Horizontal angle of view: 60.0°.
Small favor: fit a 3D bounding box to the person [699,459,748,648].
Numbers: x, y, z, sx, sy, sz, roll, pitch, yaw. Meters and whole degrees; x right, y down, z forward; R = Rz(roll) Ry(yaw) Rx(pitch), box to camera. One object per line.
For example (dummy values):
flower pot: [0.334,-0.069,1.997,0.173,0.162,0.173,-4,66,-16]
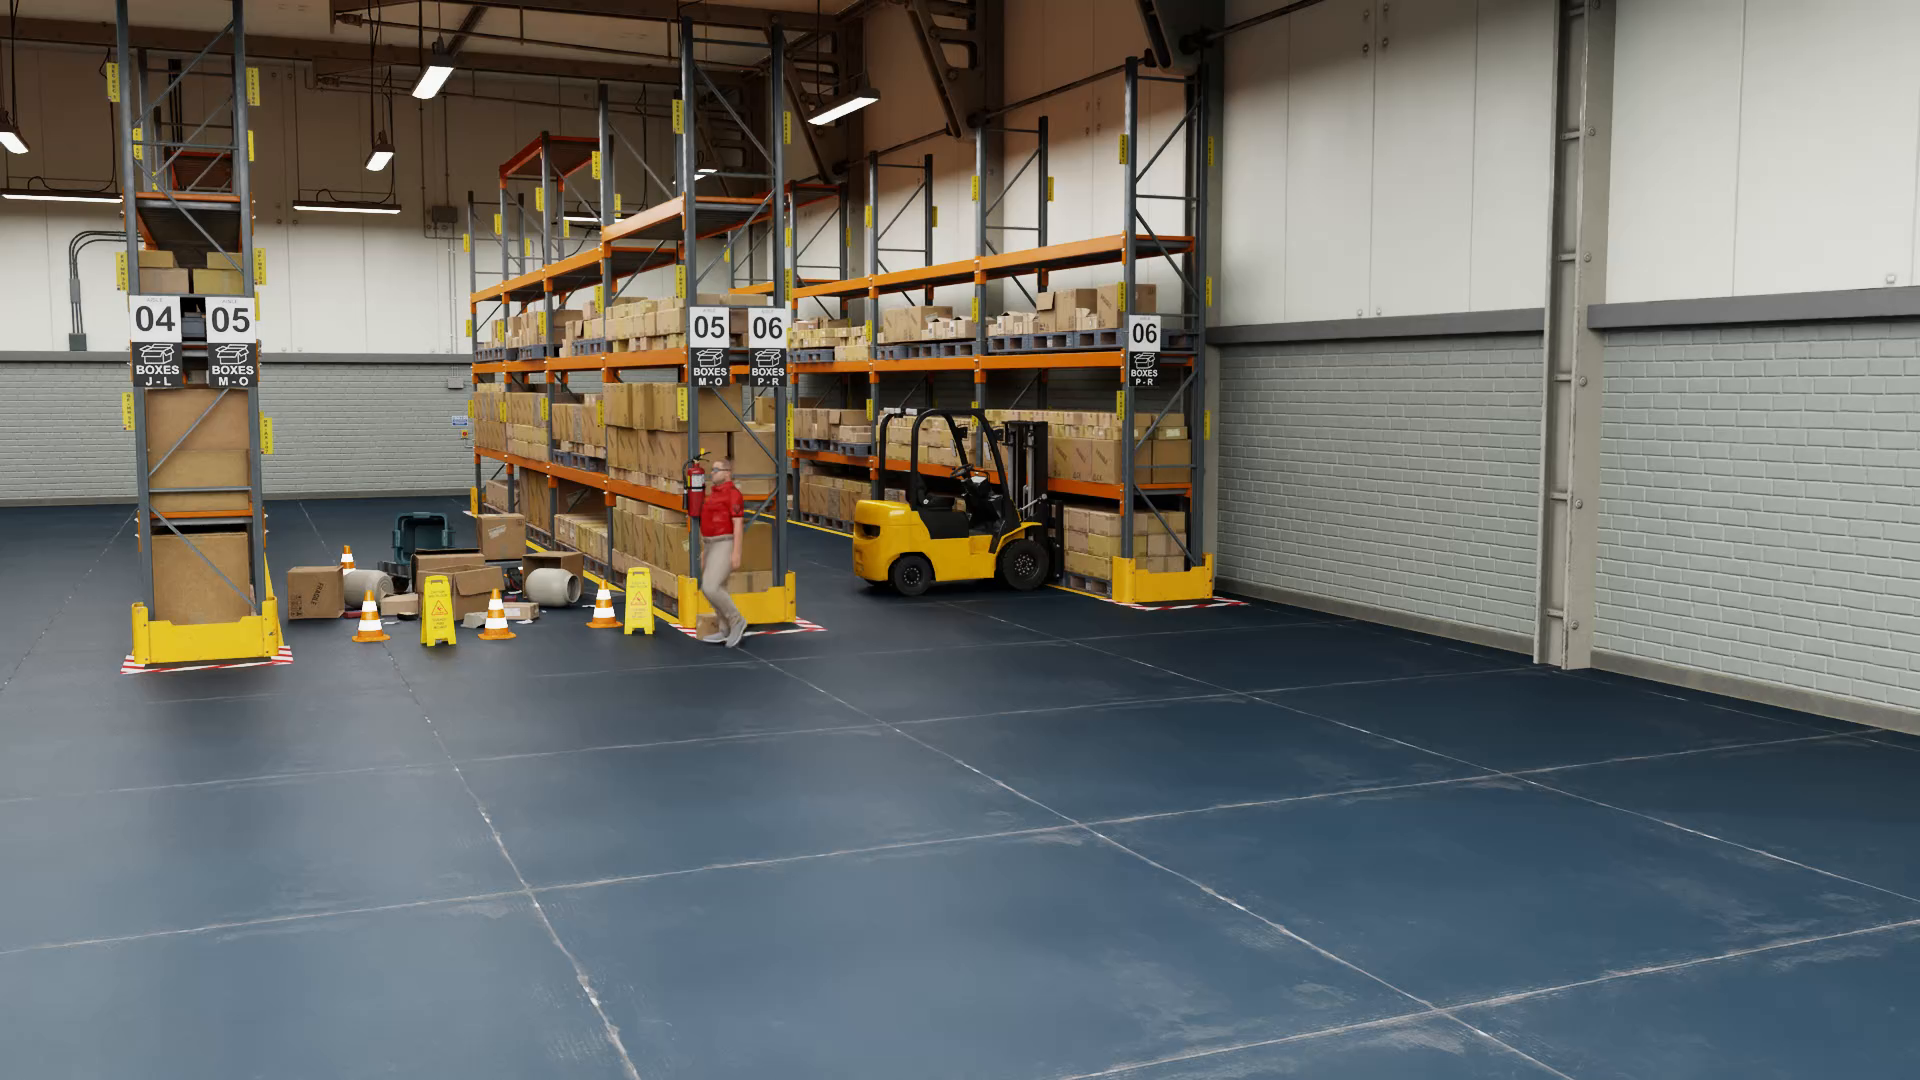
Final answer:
person: [-2.260,0.126,15.496,0.428,1.761,0.536,-3,6,-29]
